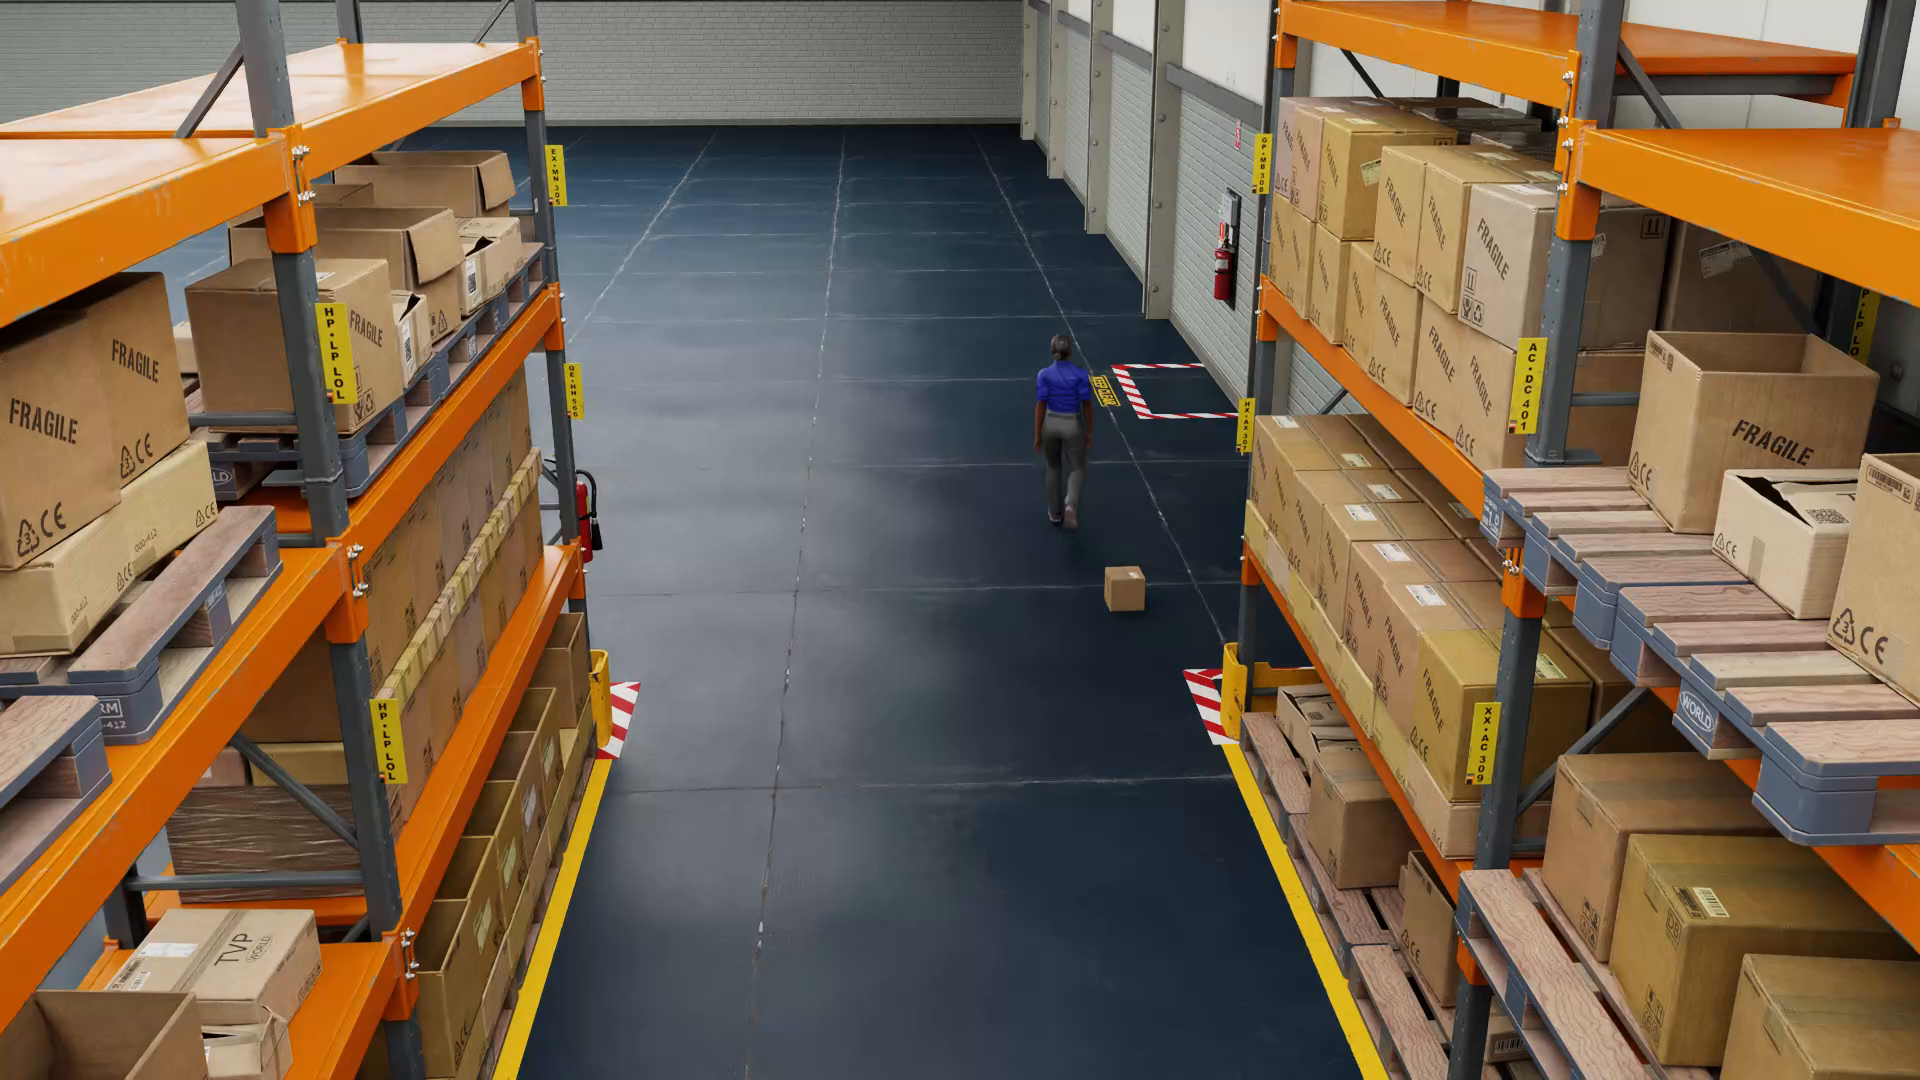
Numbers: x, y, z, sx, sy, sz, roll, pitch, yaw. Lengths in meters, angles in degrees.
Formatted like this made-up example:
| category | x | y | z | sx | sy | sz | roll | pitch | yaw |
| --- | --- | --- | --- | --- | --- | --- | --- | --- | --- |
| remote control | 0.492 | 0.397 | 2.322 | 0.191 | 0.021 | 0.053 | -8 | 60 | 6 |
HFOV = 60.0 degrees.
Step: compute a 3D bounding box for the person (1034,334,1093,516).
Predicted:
| category | x | y | z | sx | sy | sz | roll | pitch | yaw |
| --- | --- | --- | --- | --- | --- | --- | --- | --- | --- |
| person | 0.826 | -0.884 | 13.329 | 0.461 | 1.559 | 0.594 | 3 | 21 | 9 |
